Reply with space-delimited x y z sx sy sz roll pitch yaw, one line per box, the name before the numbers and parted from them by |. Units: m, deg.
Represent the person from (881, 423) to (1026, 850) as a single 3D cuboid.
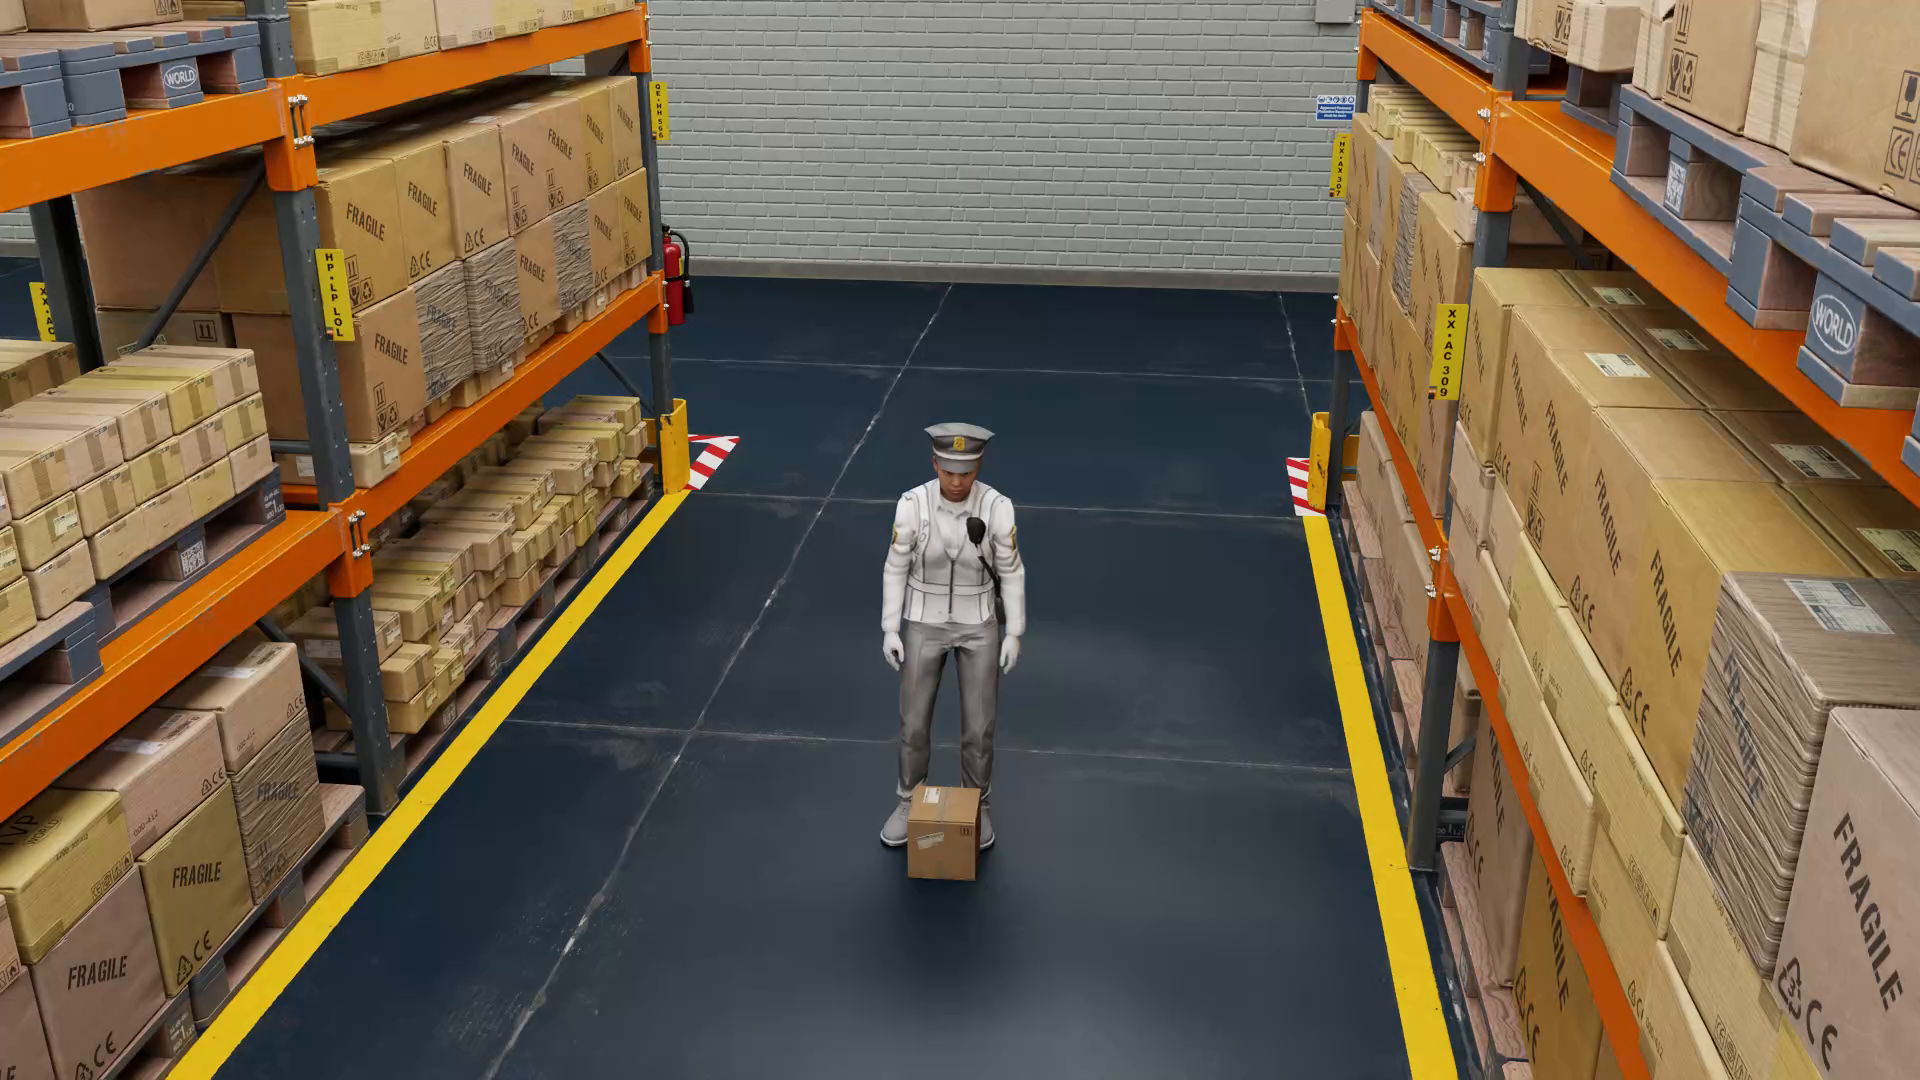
person | -0.028 0.349 6.183 0.545 1.663 0.376 1 21 3
